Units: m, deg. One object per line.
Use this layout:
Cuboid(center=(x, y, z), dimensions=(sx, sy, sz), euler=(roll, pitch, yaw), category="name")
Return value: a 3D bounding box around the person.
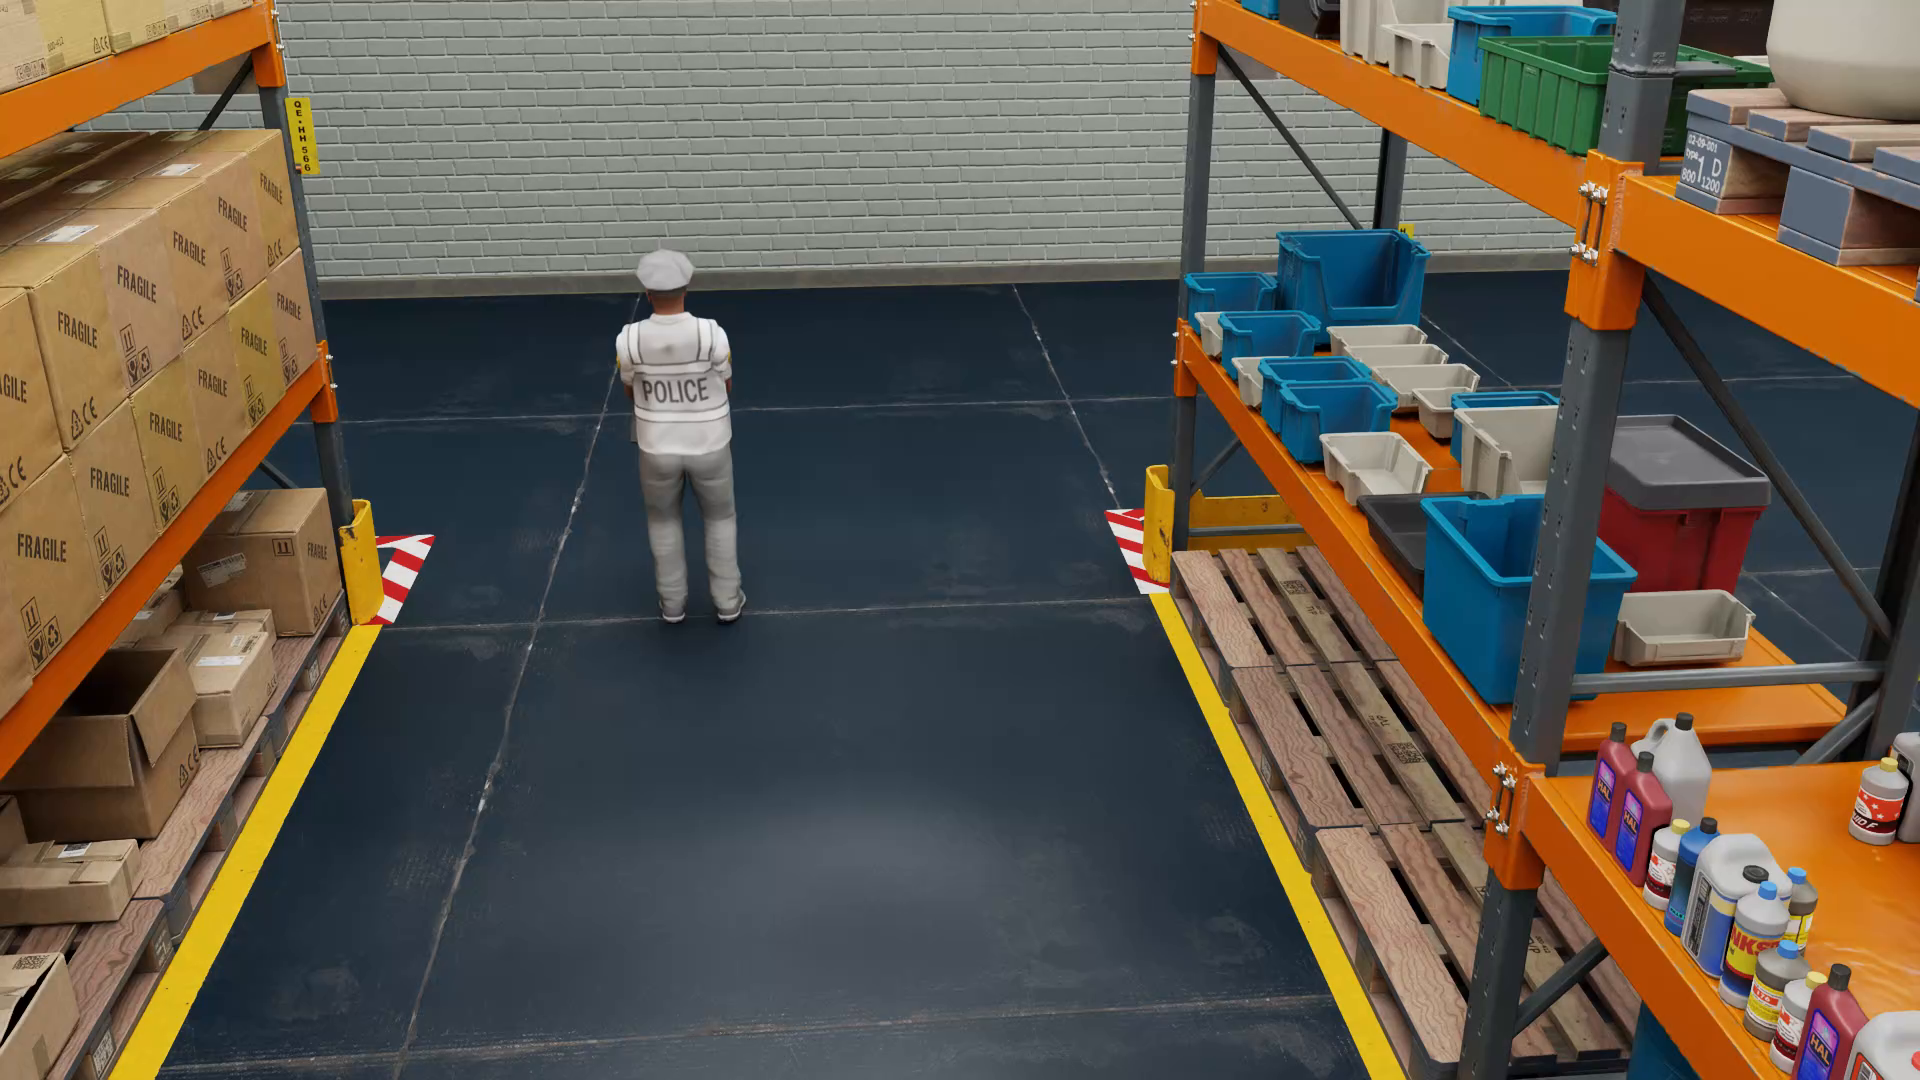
Cuboid(center=(-1.282, -0.476, 7.656), dimensions=(0.503, 1.770, 0.547), euler=(-2, 24, -5), category="person")
